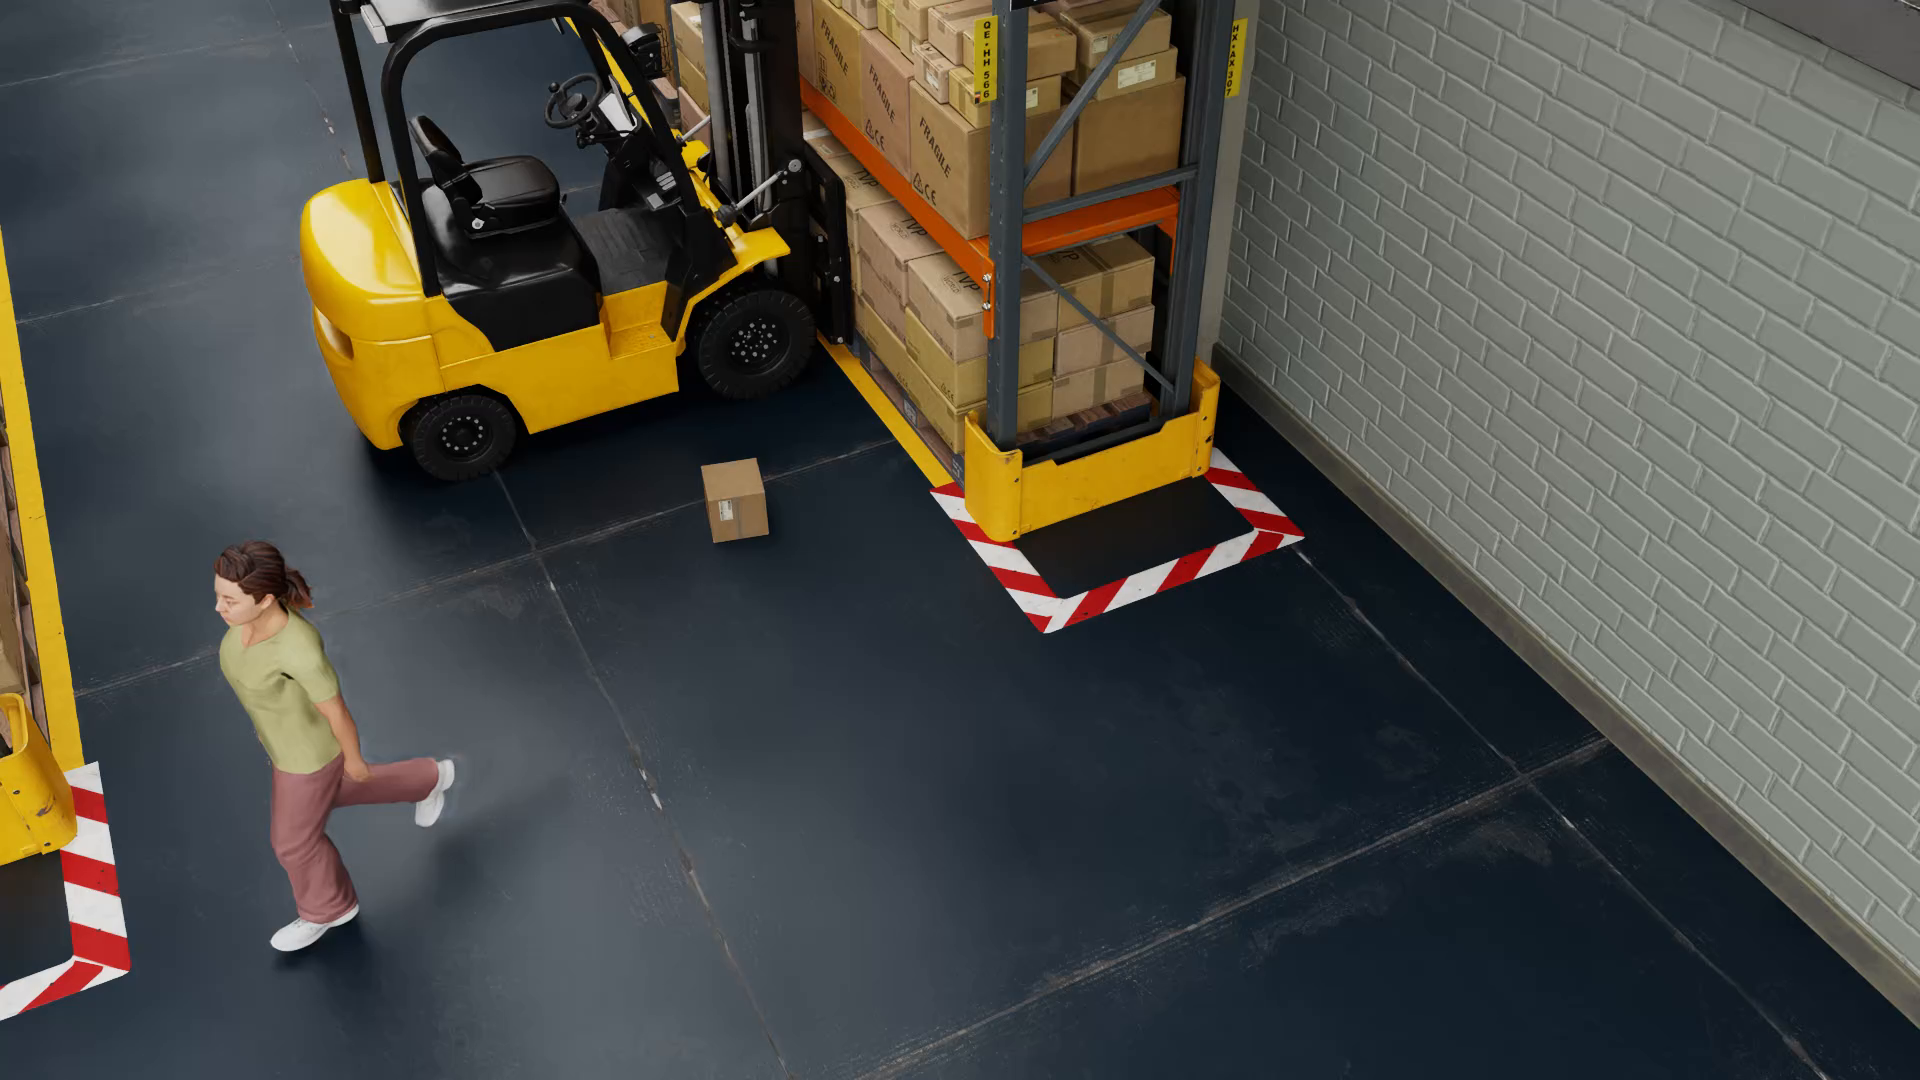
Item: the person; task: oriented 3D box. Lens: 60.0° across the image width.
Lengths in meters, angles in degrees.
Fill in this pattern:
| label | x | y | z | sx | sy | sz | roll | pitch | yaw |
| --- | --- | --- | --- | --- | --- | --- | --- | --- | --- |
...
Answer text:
| label | x | y | z | sx | sy | sz | roll | pitch | yaw |
| --- | --- | --- | --- | --- | --- | --- | --- | --- | --- |
| person | -2.091 | 0.625 | 5.430 | 0.790 | 1.644 | 0.443 | -27 | 48 | -27 |
